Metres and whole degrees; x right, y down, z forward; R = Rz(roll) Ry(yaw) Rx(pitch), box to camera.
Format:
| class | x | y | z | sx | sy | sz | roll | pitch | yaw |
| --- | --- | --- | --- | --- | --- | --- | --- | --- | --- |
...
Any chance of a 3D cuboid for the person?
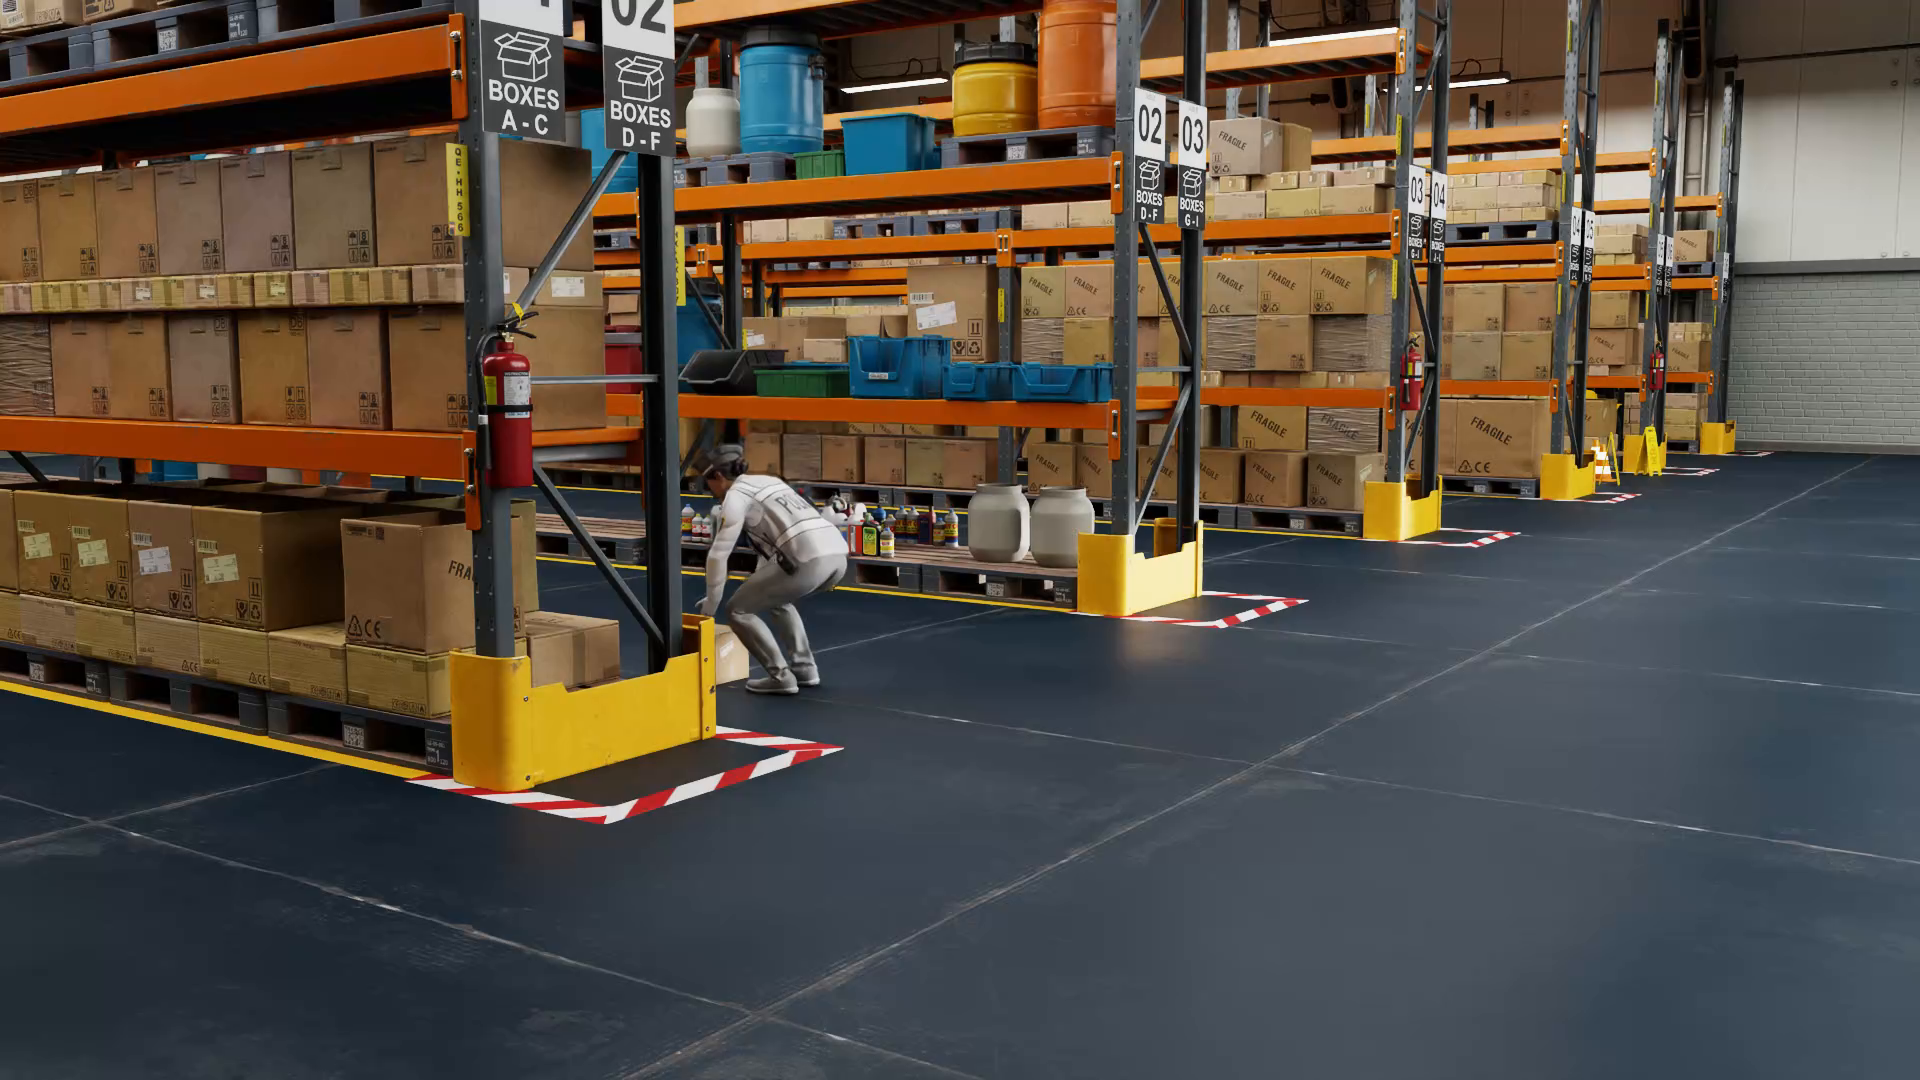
| class | x | y | z | sx | sy | sz | roll | pitch | yaw |
| --- | --- | --- | --- | --- | --- | --- | --- | --- | --- |
| person | -0.933 | 0.135 | 7.993 | 0.796 | 1.180 | 0.522 | 4 | 8 | 31 |
